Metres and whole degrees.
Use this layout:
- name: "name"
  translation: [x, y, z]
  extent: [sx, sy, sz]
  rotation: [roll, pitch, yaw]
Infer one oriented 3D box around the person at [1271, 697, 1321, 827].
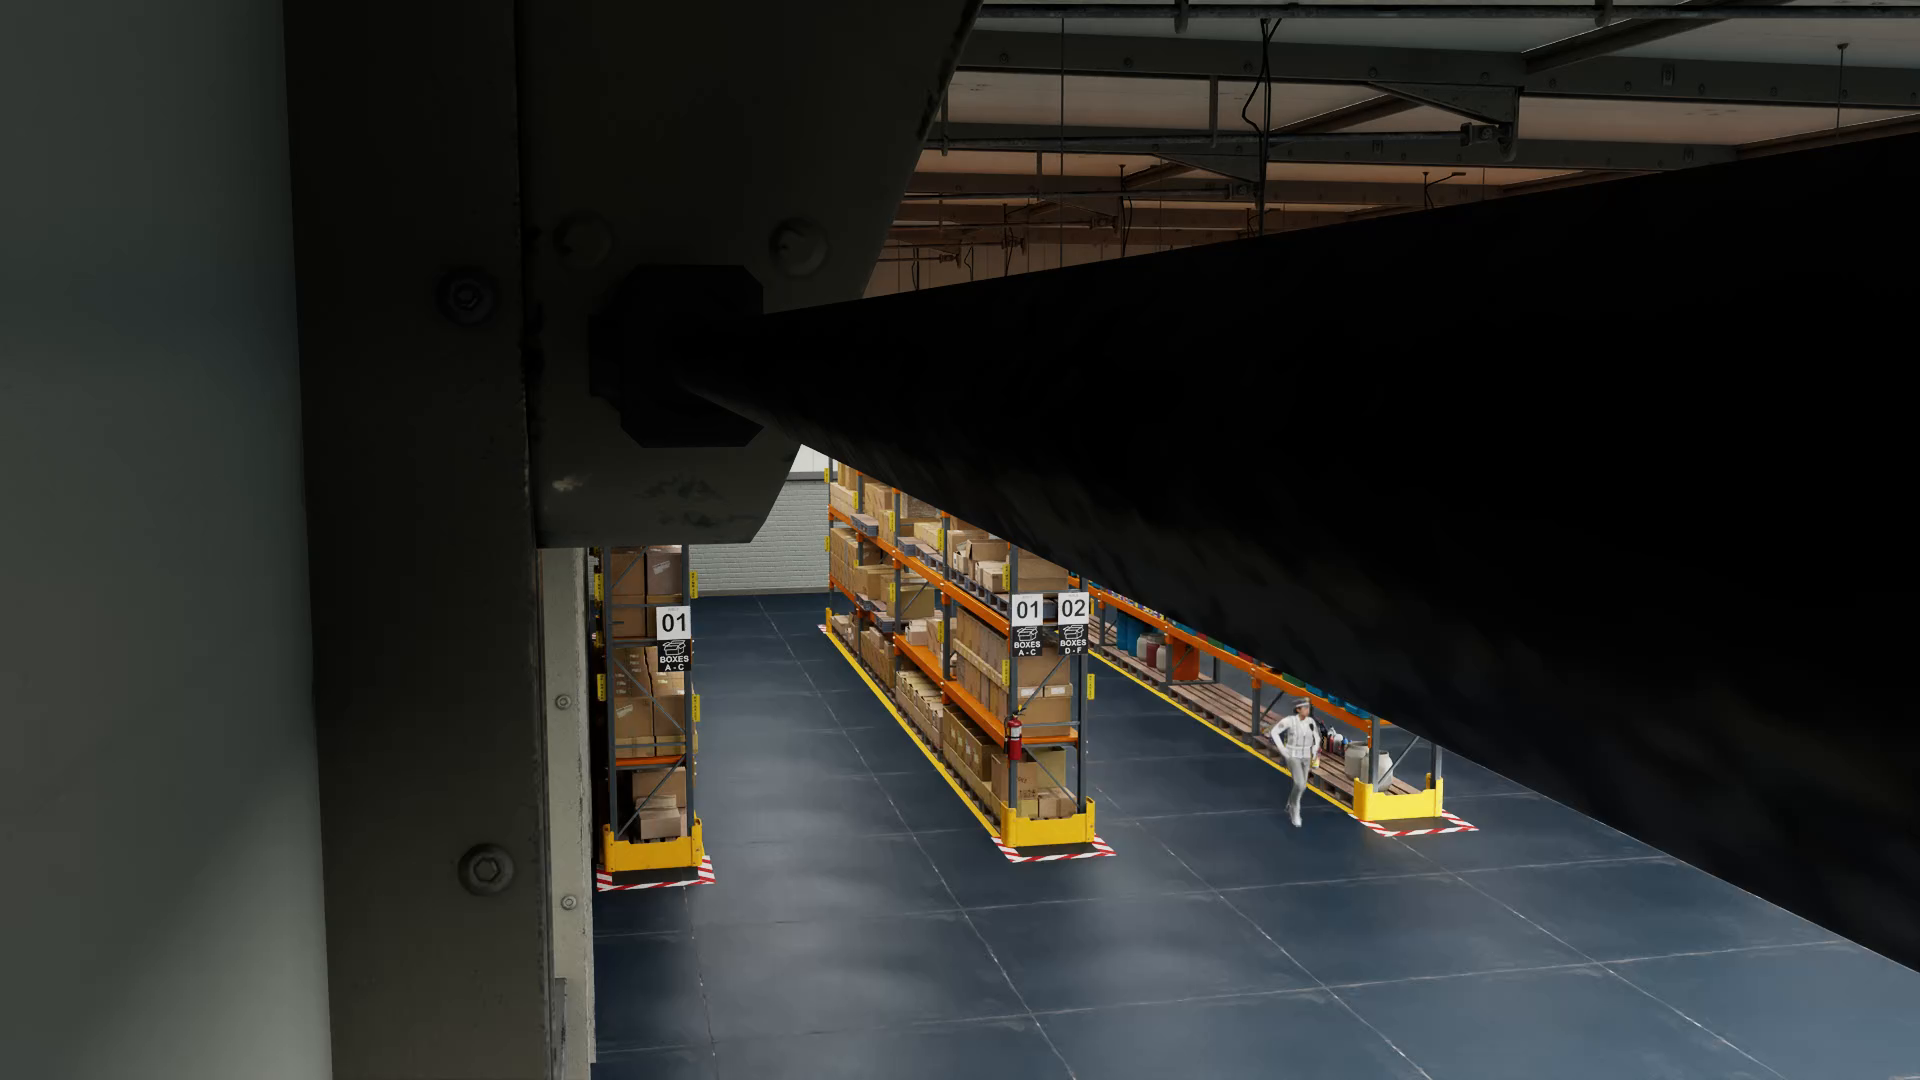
- name: "person"
  translation: [4.476, 2.904, 21.976]
  extent: [0.625, 1.700, 0.652]
  rotation: [-2, 7, -18]
